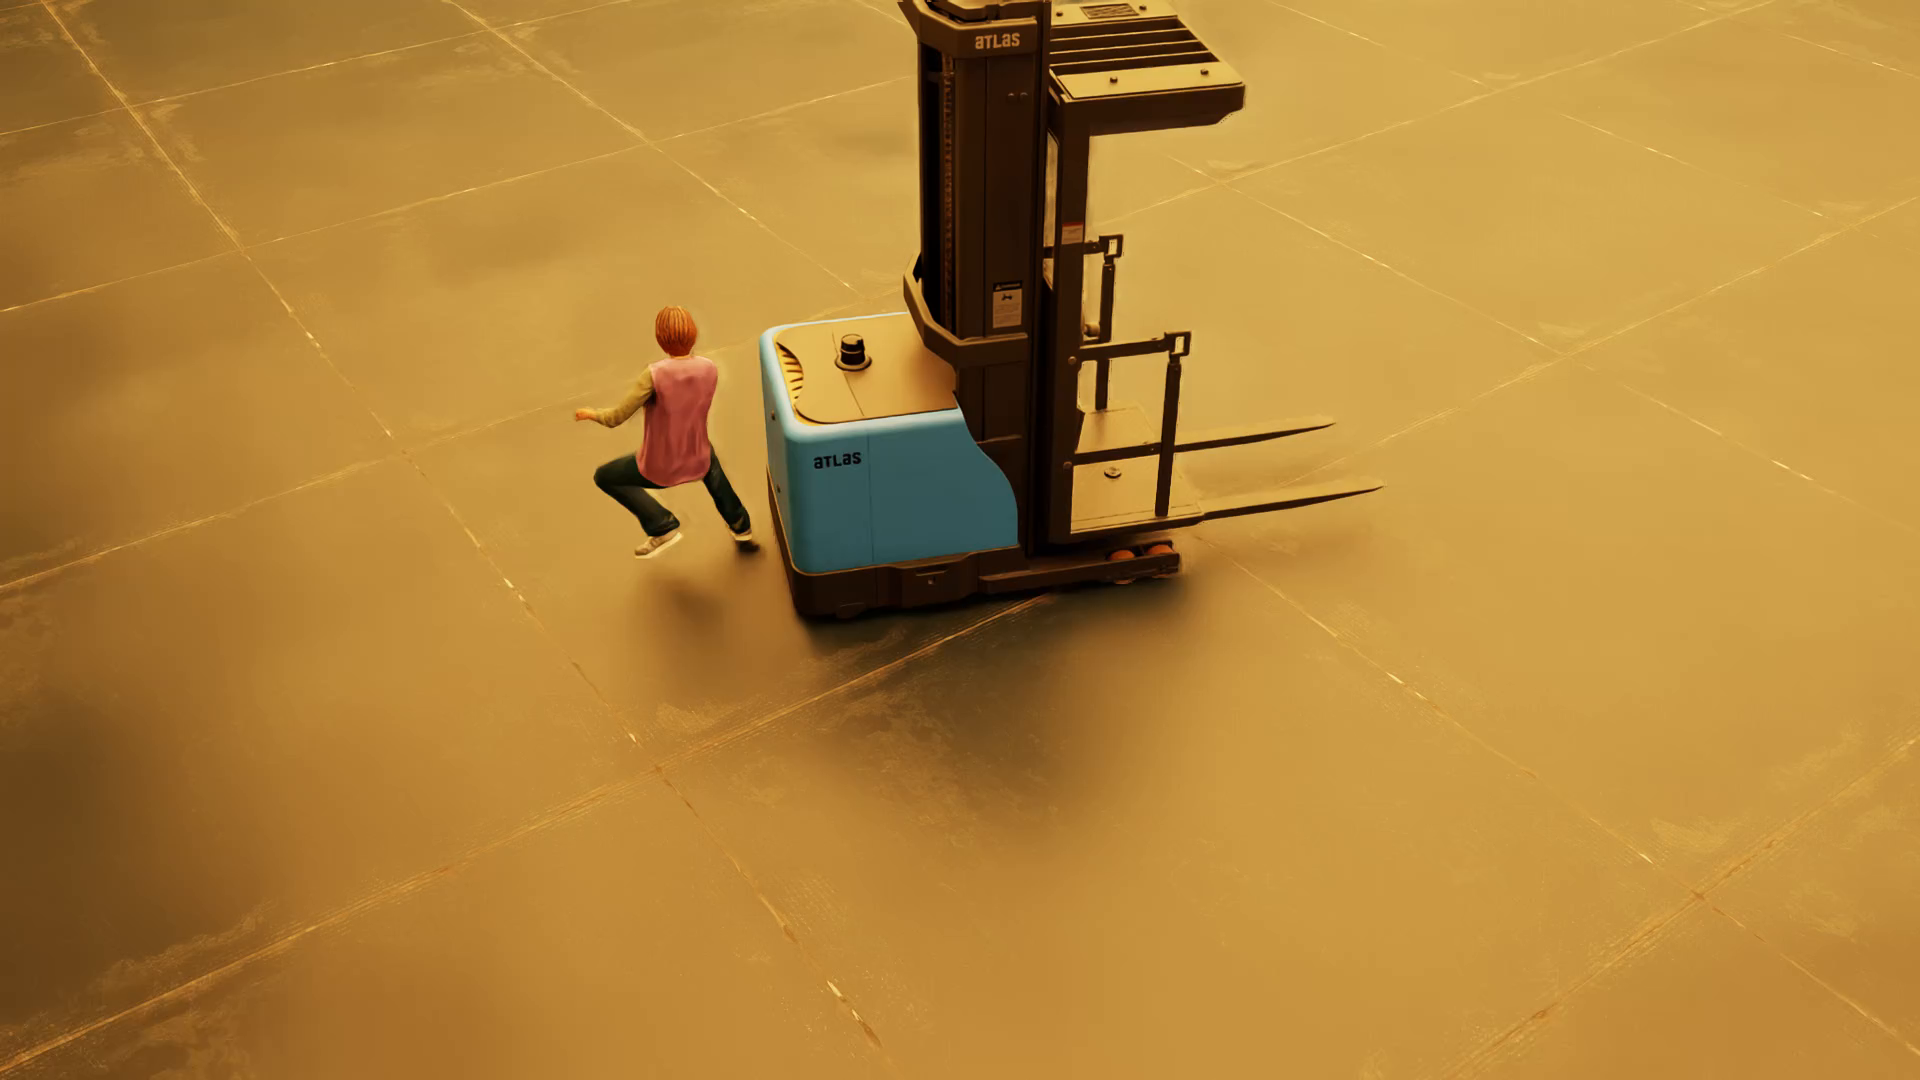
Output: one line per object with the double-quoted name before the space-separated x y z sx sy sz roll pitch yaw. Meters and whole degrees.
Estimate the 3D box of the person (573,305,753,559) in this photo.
"person" -1.419 -0.507 7.939 0.765 1.440 0.682 -22 42 -27

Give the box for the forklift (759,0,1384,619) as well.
"forklift" 0.594 -1.261 7.650 3.031 2.935 1.130 -8 37 -11
